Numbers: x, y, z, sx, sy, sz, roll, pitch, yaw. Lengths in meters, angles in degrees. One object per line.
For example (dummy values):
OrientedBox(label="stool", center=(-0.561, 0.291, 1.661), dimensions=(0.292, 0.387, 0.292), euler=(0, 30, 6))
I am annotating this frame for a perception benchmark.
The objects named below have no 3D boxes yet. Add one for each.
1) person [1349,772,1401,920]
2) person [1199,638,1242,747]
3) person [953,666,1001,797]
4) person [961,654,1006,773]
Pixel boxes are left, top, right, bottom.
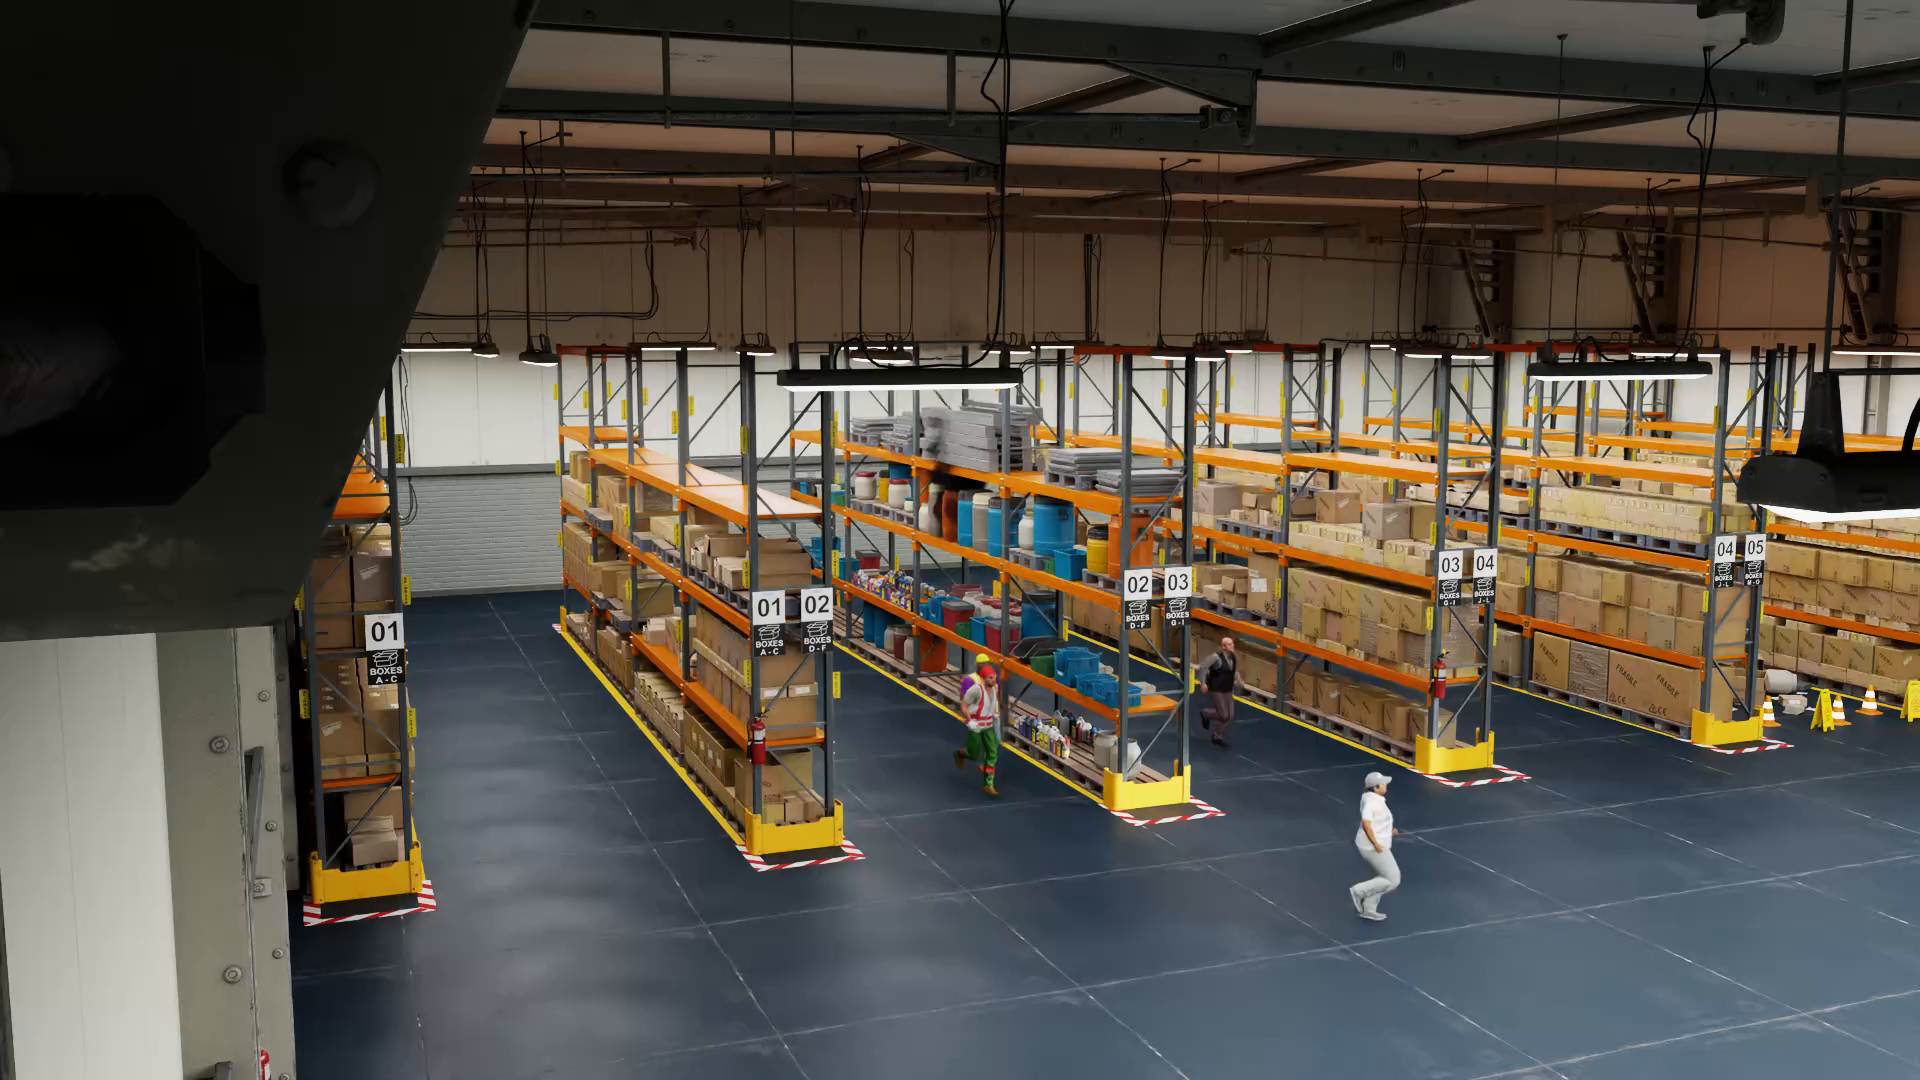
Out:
OrientedBox(label="person", center=(4.454, 3.289, 17.794), dimensions=(0.493, 1.611, 0.657), euler=(1, 7, 7))
OrientedBox(label="person", center=(3.953, 2.311, 25.328), dimensions=(0.641, 1.678, 0.681), euler=(-6, 9, -37))
OrientedBox(label="person", center=(0.252, 2.579, 22.901), dimensions=(0.659, 1.766, 0.986), euler=(-5, 9, -36))
OrientedBox(label="person", center=(0.357, 2.473, 23.723), dimensions=(0.700, 1.720, 0.576), euler=(-3, 8, -26))
